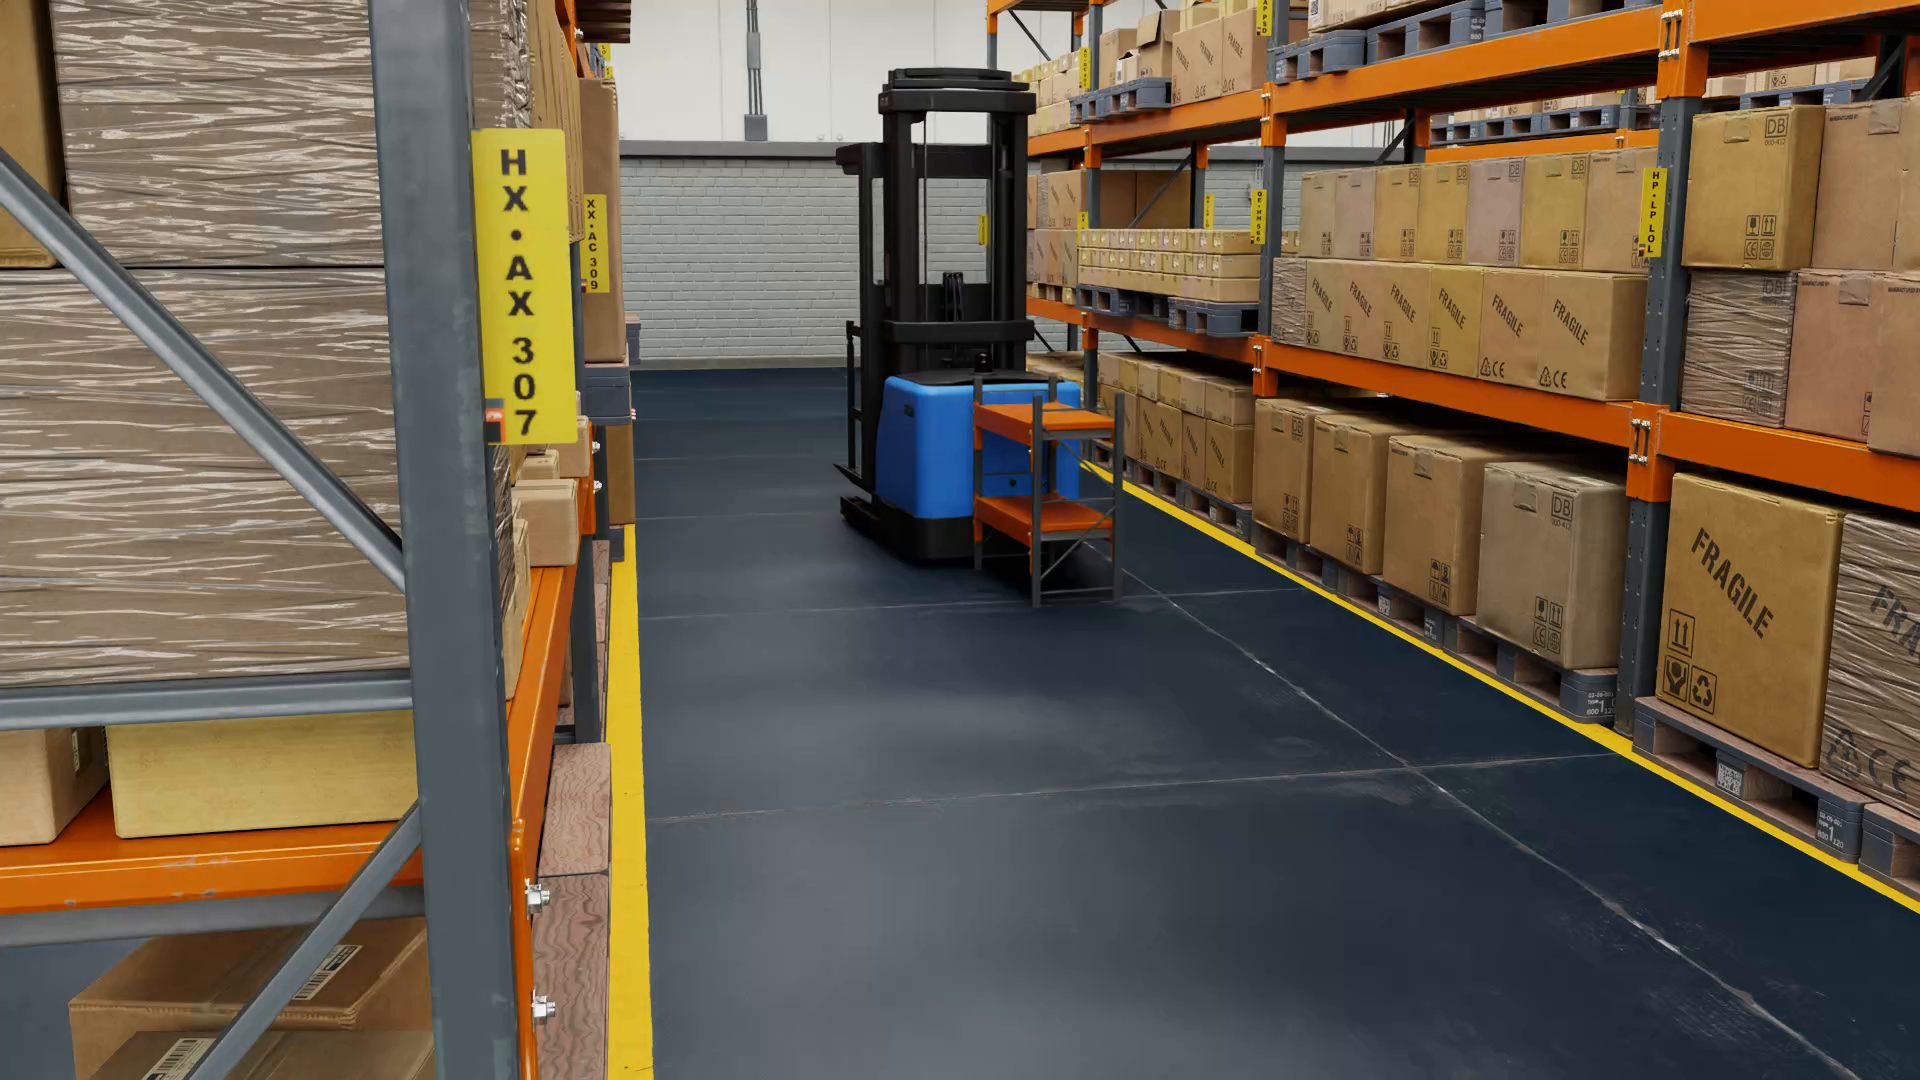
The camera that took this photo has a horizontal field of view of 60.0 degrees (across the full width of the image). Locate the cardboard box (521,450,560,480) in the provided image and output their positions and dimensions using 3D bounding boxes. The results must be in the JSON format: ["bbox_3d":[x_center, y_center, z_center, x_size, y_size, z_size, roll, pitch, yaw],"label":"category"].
[{"bbox_3d":[-1.160,-0.123,3.993,0.380,0.149,0.250,-2,11,-11],"label":"cardboard box"}]

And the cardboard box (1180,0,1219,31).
[{"bbox_3d":[1.735,-3.645,11.487,0.396,0.266,0.258,-2,11,-11],"label":"cardboard box"}]

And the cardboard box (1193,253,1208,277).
[{"bbox_3d":[1.743,-1.798,10.876,0.380,0.149,0.250,-2,11,-9],"label":"cardboard box"}]

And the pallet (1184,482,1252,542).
[{"bbox_3d":[2.189,-0.220,11.287,1.003,0.211,1.213,-2,11,-11],"label":"pallet"}]

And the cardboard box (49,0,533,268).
[{"bbox_3d":[-0.829,-0.614,2.165,0.500,0.500,0.500,-2,11,-11],"label":"cardboard box"}]

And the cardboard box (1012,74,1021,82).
[{"bbox_3d":[0.683,-4.543,16.517,0.380,0.149,0.250,-2,11,-10],"label":"cardboard box"}]

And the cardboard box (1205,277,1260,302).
[{"bbox_3d":[1.792,-1.603,10.645,0.380,0.149,0.250,-2,11,-10],"label":"cardboard box"}]

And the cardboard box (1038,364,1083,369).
[{"bbox_3d":[0.970,-1.620,16.096,0.380,0.149,0.250,-2,11,-11],"label":"cardboard box"}]

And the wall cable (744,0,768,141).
[{"bbox_3d":[-1.820,-8.442,22.377,2.277,5.999,0.120,-2,11,-11],"label":"wall cable"}]

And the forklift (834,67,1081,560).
[{"bbox_3d":[-0.184,-1.552,11.014,1.130,2.935,3.031,-3,11,-17],"label":"forklift"}]

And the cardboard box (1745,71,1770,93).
[{"bbox_3d":[6.409,-3.645,13.036,0.396,0.266,0.258,-1,11,-6],"label":"cardboard box"}]

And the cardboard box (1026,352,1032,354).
[{"bbox_3d":[0.552,-1.903,17.584,0.380,0.149,0.250,-3,11,-14],"label":"cardboard box"}]

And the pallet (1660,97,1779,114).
[{"bbox_3d":[6.624,-3.592,14.034,0.805,0.209,1.217,-3,11,-13],"label":"pallet"}]

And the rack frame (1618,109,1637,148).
[{"bbox_3d":[6.397,-2.379,15.171,1.000,3.000,0.127,-2,11,-11],"label":"rack frame"}]

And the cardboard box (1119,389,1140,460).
[{"bbox_3d":[1.549,-0.916,13.050,0.500,0.500,0.500,-2,11,-8],"label":"cardboard box"}]

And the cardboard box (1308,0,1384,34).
[{"bbox_3d":[2.264,-2.991,9.213,0.500,0.311,0.500,-2,11,-11],"label":"cardboard box"}]

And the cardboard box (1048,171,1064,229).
[{"bbox_3d":[1.099,-3.037,14.895,0.500,0.500,0.500,-2,11,-13],"label":"cardboard box"}]

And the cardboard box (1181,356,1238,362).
[{"bbox_3d":[2.041,-1.305,13.085,0.500,0.250,0.500,-2,11,-8],"label":"cardboard box"}]

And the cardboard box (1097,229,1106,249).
[{"bbox_3d":[1.294,-2.368,13.074,0.380,0.149,0.250,-2,11,-11],"label":"cardboard box"}]

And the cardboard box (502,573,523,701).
[{"bbox_3d":[-0.875,0.152,2.546,0.380,0.149,0.250,-2,11,-11],"label":"cardboard box"}]

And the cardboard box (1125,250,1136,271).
[{"bbox_3d":[1.447,-2.080,12.353,0.380,0.149,0.250,-2,11,-12],"label":"cardboard box"}]

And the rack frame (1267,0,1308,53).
[{"bbox_3d":[2.339,-4.393,9.712,1.000,3.000,0.127,-2,11,-11],"label":"rack frame"}]

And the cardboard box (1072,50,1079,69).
[{"bbox_3d":[1.171,-4.117,14.279,0.380,0.149,0.250,-2,11,-10],"label":"cardboard box"}]

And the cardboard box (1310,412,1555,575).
[{"bbox_3d":[2.543,-0.272,8.998,1.050,0.750,0.750,-2,11,-10],"label":"cardboard box"}]

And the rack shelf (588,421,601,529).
[{"bbox_3d":[-2.157,-0.564,7.563,1.077,0.370,4.000,-2,11,-11],"label":"rack shelf"}]

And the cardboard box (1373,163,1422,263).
[{"bbox_3d":[2.618,-1.717,8.755,0.700,0.500,0.500,-2,11,-12],"label":"cardboard box"}]

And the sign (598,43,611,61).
[{"bbox_3d":[-2.793,-3.922,13.032,0.100,0.325,0.005,-2,11,-11],"label":"sign"}]

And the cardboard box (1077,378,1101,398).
[{"bbox_3d":[1.237,-1.334,14.592,0.380,0.149,0.250,-2,11,-9],"label":"cardboard box"}]

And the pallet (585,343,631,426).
[{"bbox_3d":[-1.774,-0.602,6.351,1.003,0.211,1.213,-2,11,-11],"label":"pallet"}]

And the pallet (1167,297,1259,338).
[{"bbox_3d":[2.096,-1.479,10.957,1.213,0.211,1.003,-2,11,-11],"label":"pallet"}]

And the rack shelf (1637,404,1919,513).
[{"bbox_3d":[3.506,0.007,4.559,1.077,0.370,4.000,-2,11,-11],"label":"rack shelf"}]

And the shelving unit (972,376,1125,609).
[{"bbox_3d":[0.471,-0.297,9.250,0.538,1.125,1.048,-3,11,-17],"label":"shelving unit"}]

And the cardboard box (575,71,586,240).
[{"bbox_3d":[-1.410,-1.165,5.057,0.500,0.500,0.500,-2,11,-11],"label":"cardboard box"}]

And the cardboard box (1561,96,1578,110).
[{"bbox_3d":[5.908,-4.138,15.674,0.380,0.149,0.250,-2,11,-10],"label":"cardboard box"}]

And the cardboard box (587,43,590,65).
[{"bbox_3d":[-2.103,-2.516,8.270,0.500,0.250,0.500,-2,11,-11],"label":"cardboard box"}]

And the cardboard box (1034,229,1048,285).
[{"bbox_3d":[0.995,-2.640,15.483,0.500,0.500,0.500,-2,11,-11],"label":"cardboard box"}]

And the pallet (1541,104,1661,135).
[{"bbox_3d":[6.248,-3.959,15.689,1.003,0.211,1.213,-2,11,-11],"label":"pallet"}]

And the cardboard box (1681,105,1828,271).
[{"bbox_3d":[3.155,-1.248,5.942,0.875,0.550,0.550,-2,11,-11],"label":"cardboard box"}]

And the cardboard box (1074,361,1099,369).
[{"bbox_3d":[1.340,-1.683,16.429,0.380,0.149,0.250,-3,11,-13],"label":"cardboard box"}]

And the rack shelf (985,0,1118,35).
[{"bbox_3d":[1.172,-5.139,15.561,1.077,0.370,4.000,-2,11,-11],"label":"rack shelf"}]

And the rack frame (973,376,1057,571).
[{"bbox_3d":[0.322,-0.388,9.728,0.500,1.125,0.032,-3,11,-17],"label":"rack frame"}]

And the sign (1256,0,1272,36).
[{"bbox_3d":[1.807,-3.155,9.843,0.100,0.325,0.005,-2,11,-11],"label":"sign"}]

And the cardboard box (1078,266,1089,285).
[{"bbox_3d":[1.187,-2.174,13.644,0.380,0.149,0.250,-3,11,-14],"label":"cardboard box"}]

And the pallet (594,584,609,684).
[{"bbox_3d":[-2.161,0.452,7.757,1.003,0.211,1.213,-2,11,-11],"label":"pallet"}]

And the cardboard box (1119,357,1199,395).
[{"bbox_3d":[1.552,-1.284,12.977,0.500,0.250,0.500,-2,11,-9],"label":"cardboard box"}]

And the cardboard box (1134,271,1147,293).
[{"bbox_3d":[1.492,-1.888,12.144,0.380,0.149,0.250,-3,11,-14],"label":"cardboard box"}]

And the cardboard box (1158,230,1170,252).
[{"bbox_3d":[1.600,-2.082,11.571,0.380,0.149,0.250,-2,11,-11],"label":"cardboard box"}]

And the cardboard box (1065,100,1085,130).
[{"bbox_3d":[1.201,-3.660,14.283,0.500,0.250,0.500,-2,11,-10],"label":"cardboard box"}]

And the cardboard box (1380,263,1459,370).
[{"bbox_3d":[2.456,-1.126,8.324,0.500,0.500,0.500,-2,11,-12],"label":"cardboard box"}]
